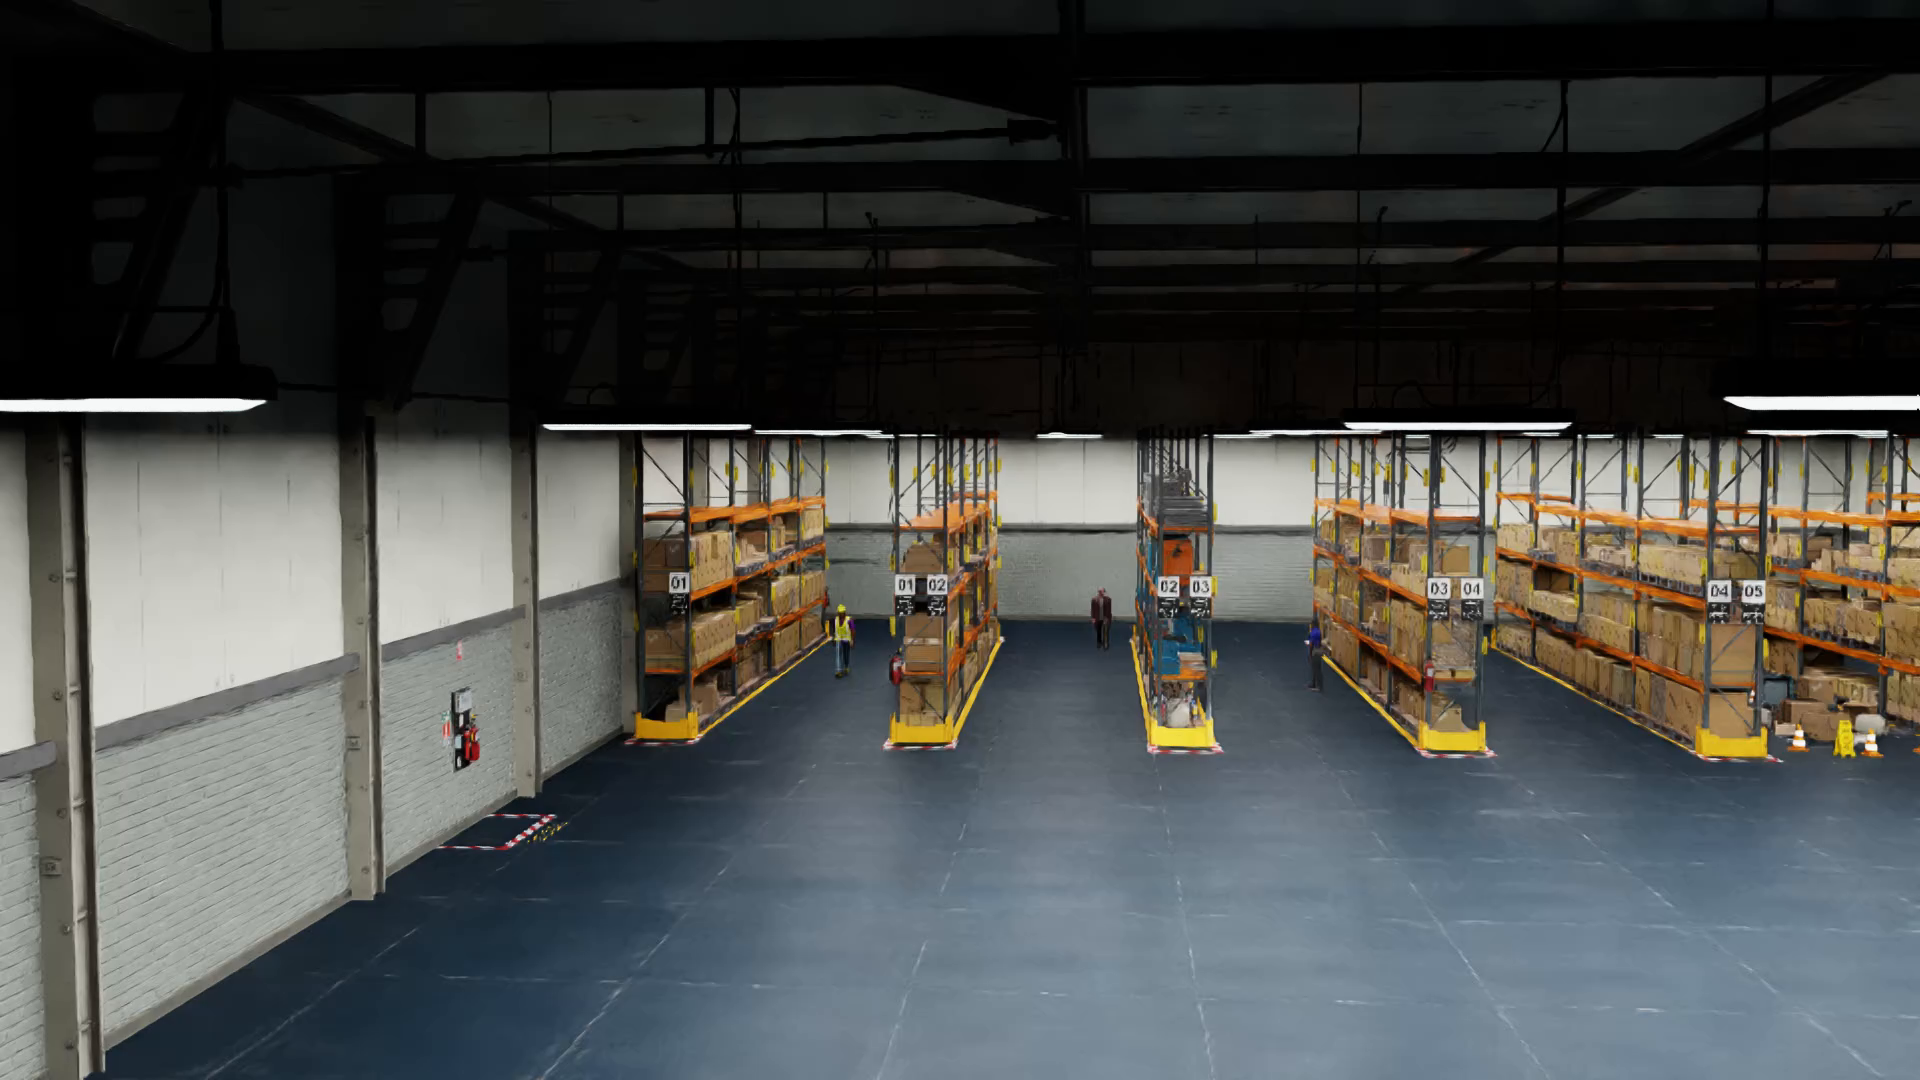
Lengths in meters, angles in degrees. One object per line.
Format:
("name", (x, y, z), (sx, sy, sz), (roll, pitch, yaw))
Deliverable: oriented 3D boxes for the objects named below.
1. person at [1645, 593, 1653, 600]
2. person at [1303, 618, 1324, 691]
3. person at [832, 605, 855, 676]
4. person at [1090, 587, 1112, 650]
("person", (17.907, 2.267, 43.276), (0.610, 1.673, 0.656), (1, 4, 23))
("person", (8.084, 2.600, 37.984), (0.562, 1.651, 0.587), (2, 4, 29))
("person", (-2.840, 2.432, 40.516), (0.589, 1.716, 1.043), (0, 3, 3))
("person", (3.869, 2.121, 45.513), (0.598, 1.698, 1.193), (0, 3, 7))
